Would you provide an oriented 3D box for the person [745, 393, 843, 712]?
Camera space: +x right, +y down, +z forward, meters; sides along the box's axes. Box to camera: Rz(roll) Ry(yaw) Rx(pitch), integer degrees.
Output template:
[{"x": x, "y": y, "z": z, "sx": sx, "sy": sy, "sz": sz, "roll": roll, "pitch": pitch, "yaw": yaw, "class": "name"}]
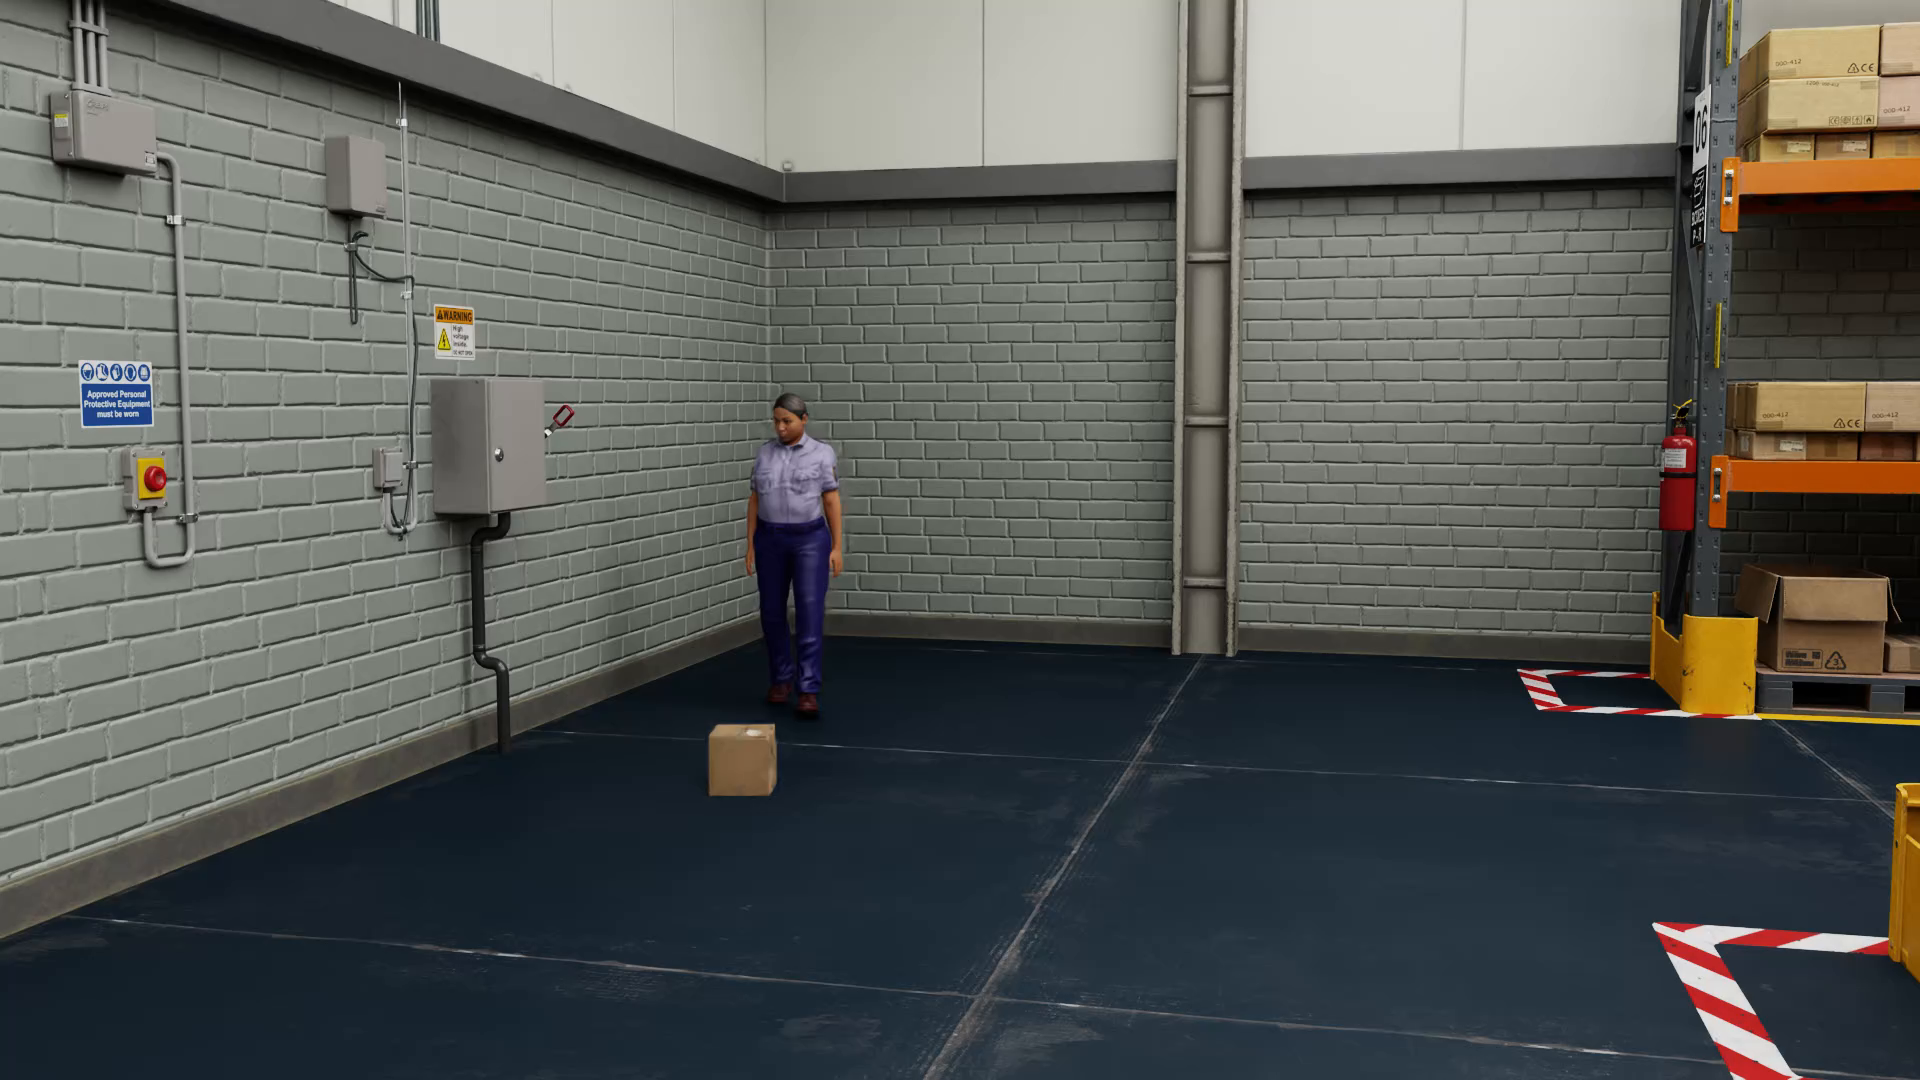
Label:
[{"x": -0.887, "y": 0.060, "z": 8.617, "sx": 0.507, "sy": 1.634, "sz": 0.680, "roll": 1, "pitch": 5, "yaw": 10, "class": "person"}]
